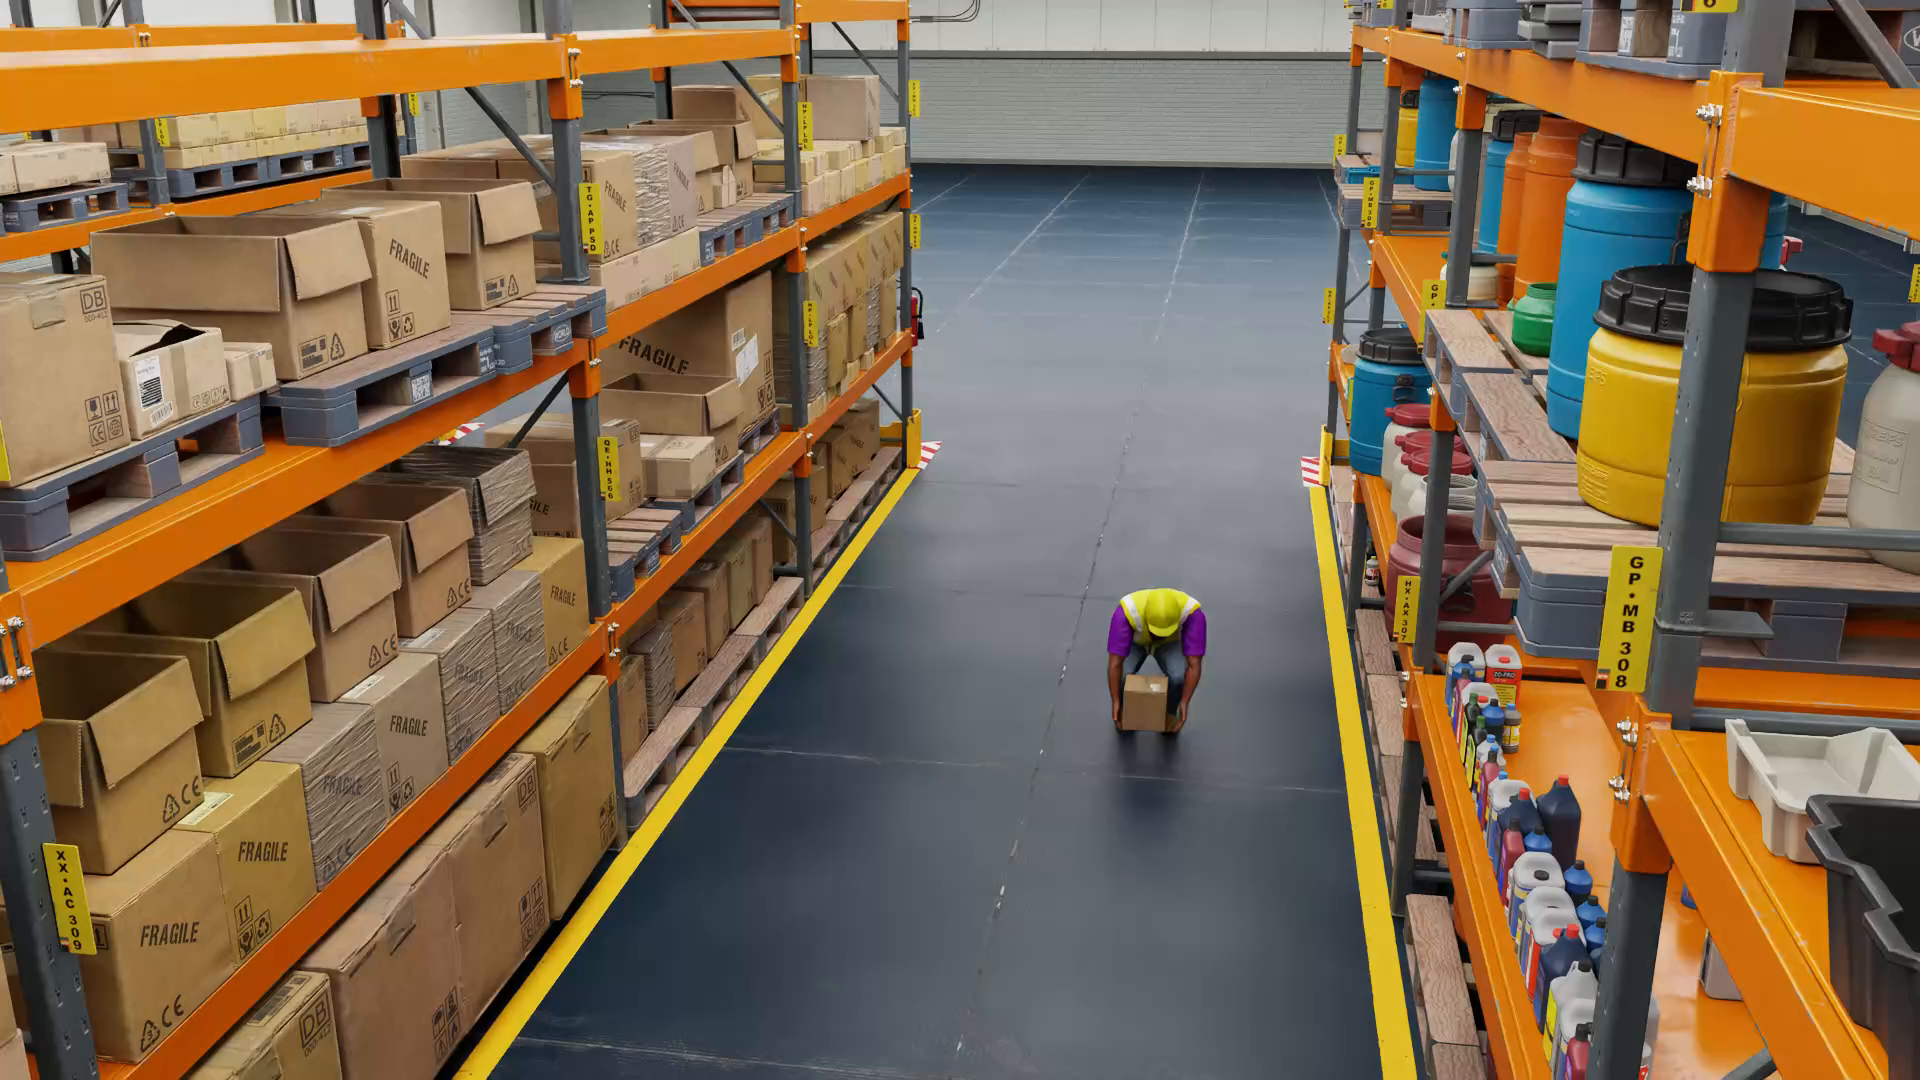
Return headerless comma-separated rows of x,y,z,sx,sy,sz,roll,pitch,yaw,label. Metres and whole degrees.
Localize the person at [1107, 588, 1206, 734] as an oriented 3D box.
1.197,0.683,10.104,0.583,1.027,0.895,3,18,9,person
